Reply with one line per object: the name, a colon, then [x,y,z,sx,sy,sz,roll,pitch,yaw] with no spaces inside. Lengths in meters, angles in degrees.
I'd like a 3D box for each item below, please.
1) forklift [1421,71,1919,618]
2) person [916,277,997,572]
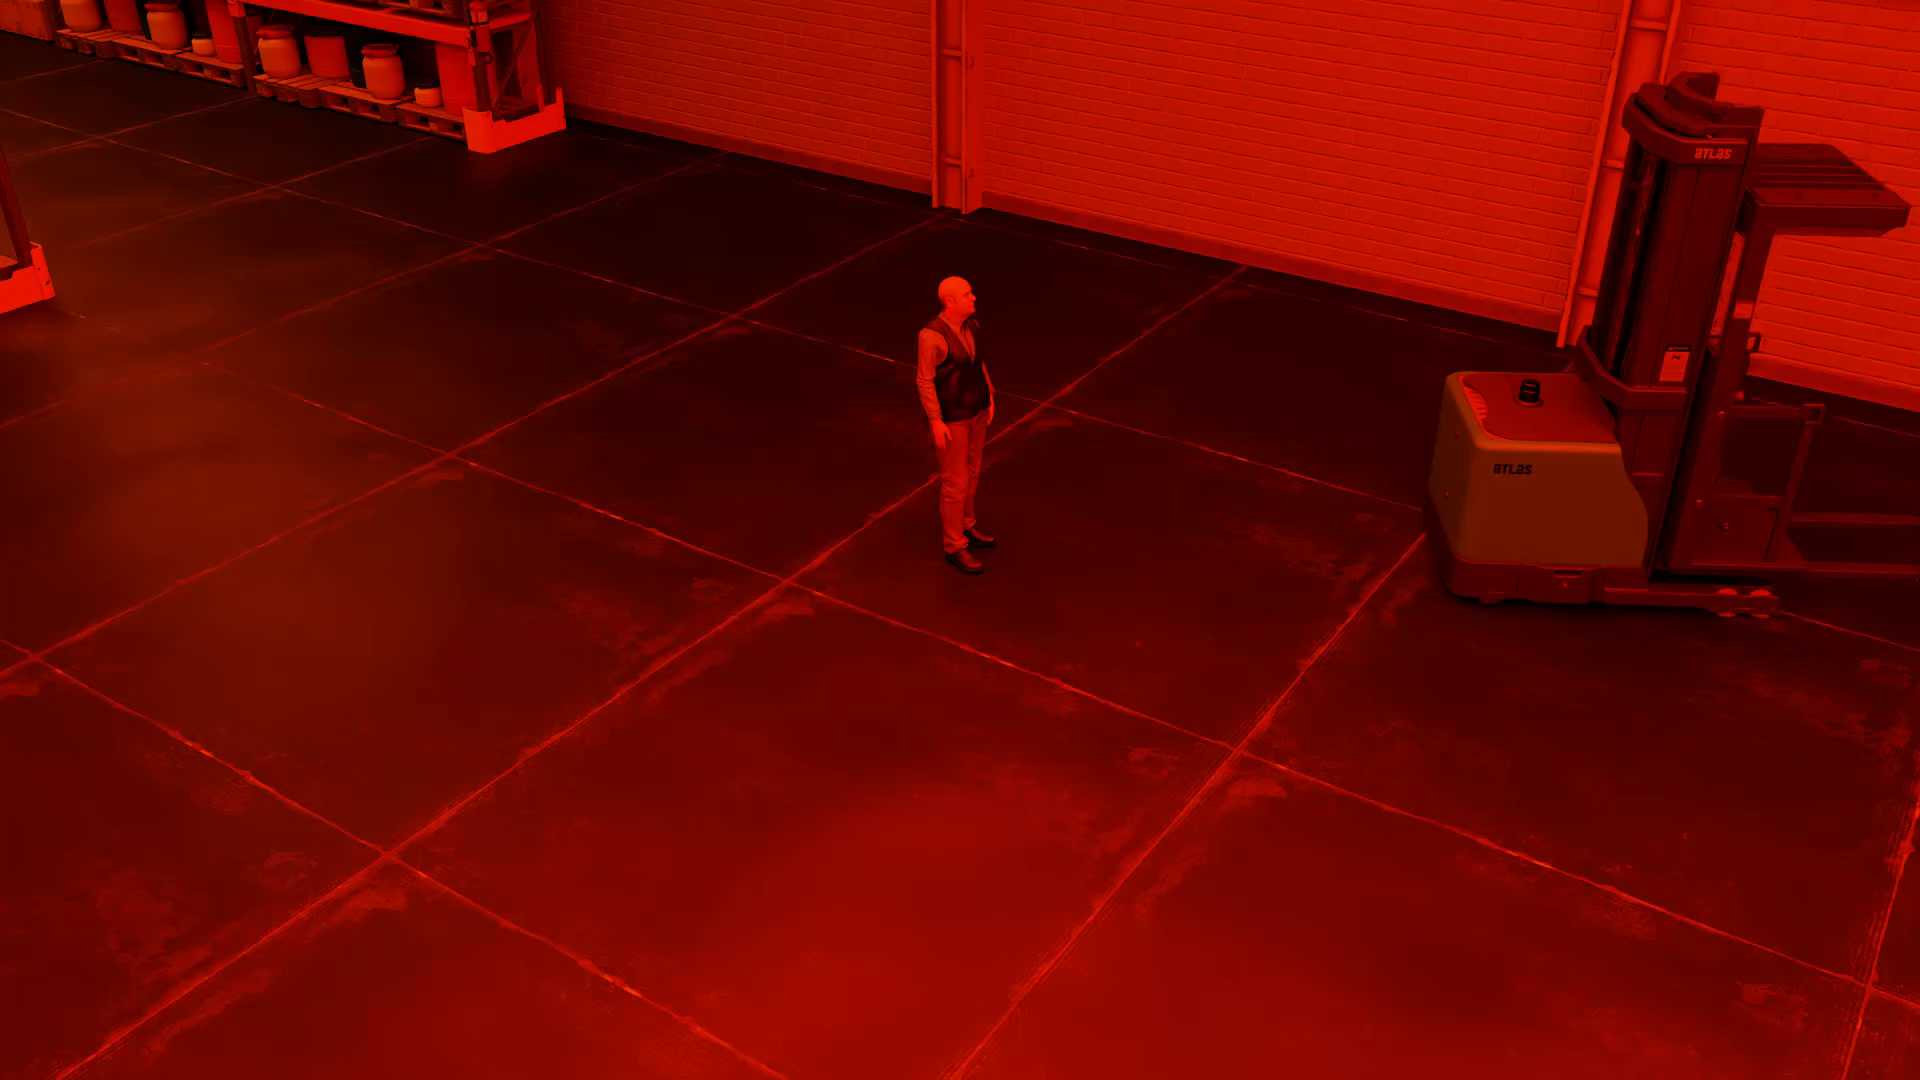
forklift: [4.425,-1.088,9.454,3.031,2.935,1.130,2,30,3]
person: [0.048,-0.730,10.029,0.566,1.722,0.633,19,35,29]
